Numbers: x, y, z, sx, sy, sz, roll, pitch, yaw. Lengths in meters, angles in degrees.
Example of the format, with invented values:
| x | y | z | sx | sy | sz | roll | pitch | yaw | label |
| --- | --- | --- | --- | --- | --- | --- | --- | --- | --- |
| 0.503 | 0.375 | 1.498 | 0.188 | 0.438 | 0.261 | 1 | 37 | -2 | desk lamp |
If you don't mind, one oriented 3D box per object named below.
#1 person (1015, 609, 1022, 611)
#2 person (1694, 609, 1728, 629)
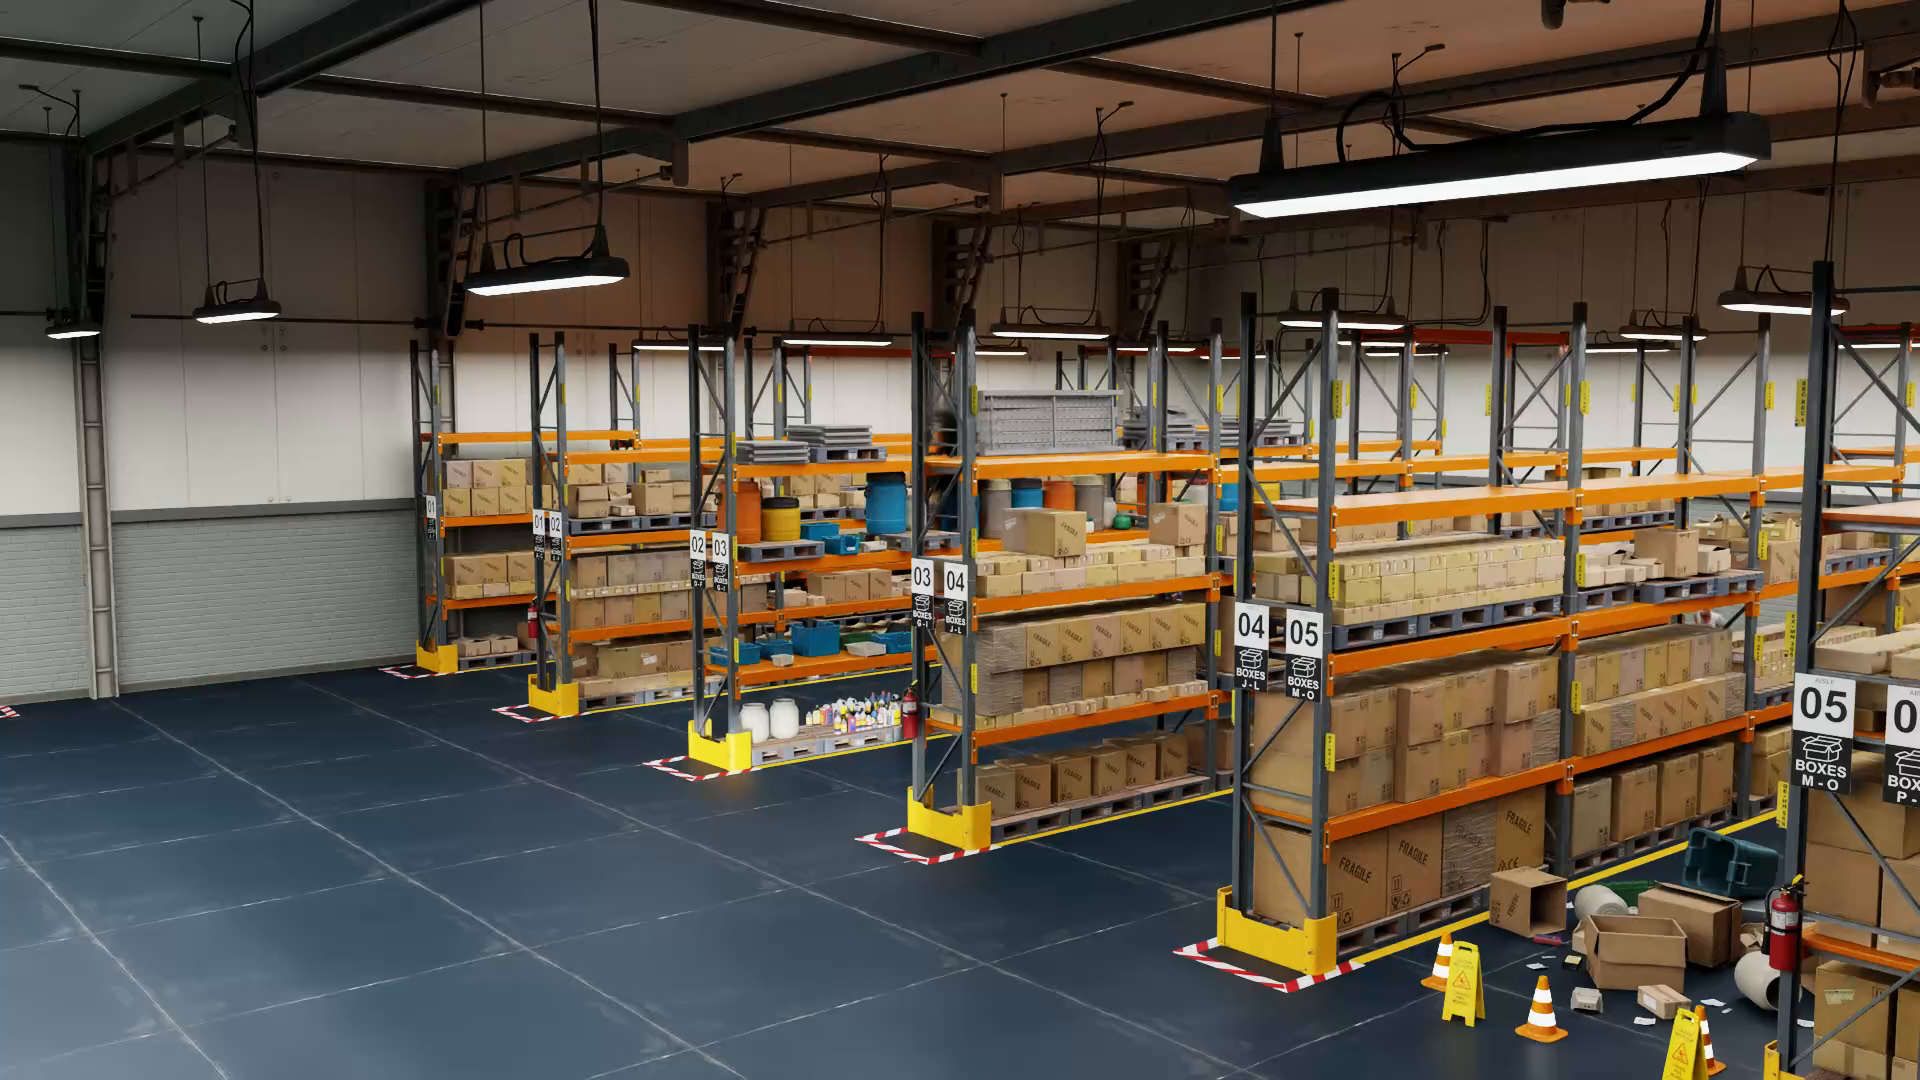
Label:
| x | y | z | sx | sy | sz | roll | pitch | yaw | label |
| --- | --- | --- | --- | --- | --- | --- | --- | --- | --- |
| 1.314 | 1.678 | 29.598 | 0.655 | 1.494 | 0.984 | 3 | 6 | 33 | person |
| 12.469 | 1.809 | 27.552 | 0.995 | 1.713 | 0.701 | -4 | 7 | -37 | person |
